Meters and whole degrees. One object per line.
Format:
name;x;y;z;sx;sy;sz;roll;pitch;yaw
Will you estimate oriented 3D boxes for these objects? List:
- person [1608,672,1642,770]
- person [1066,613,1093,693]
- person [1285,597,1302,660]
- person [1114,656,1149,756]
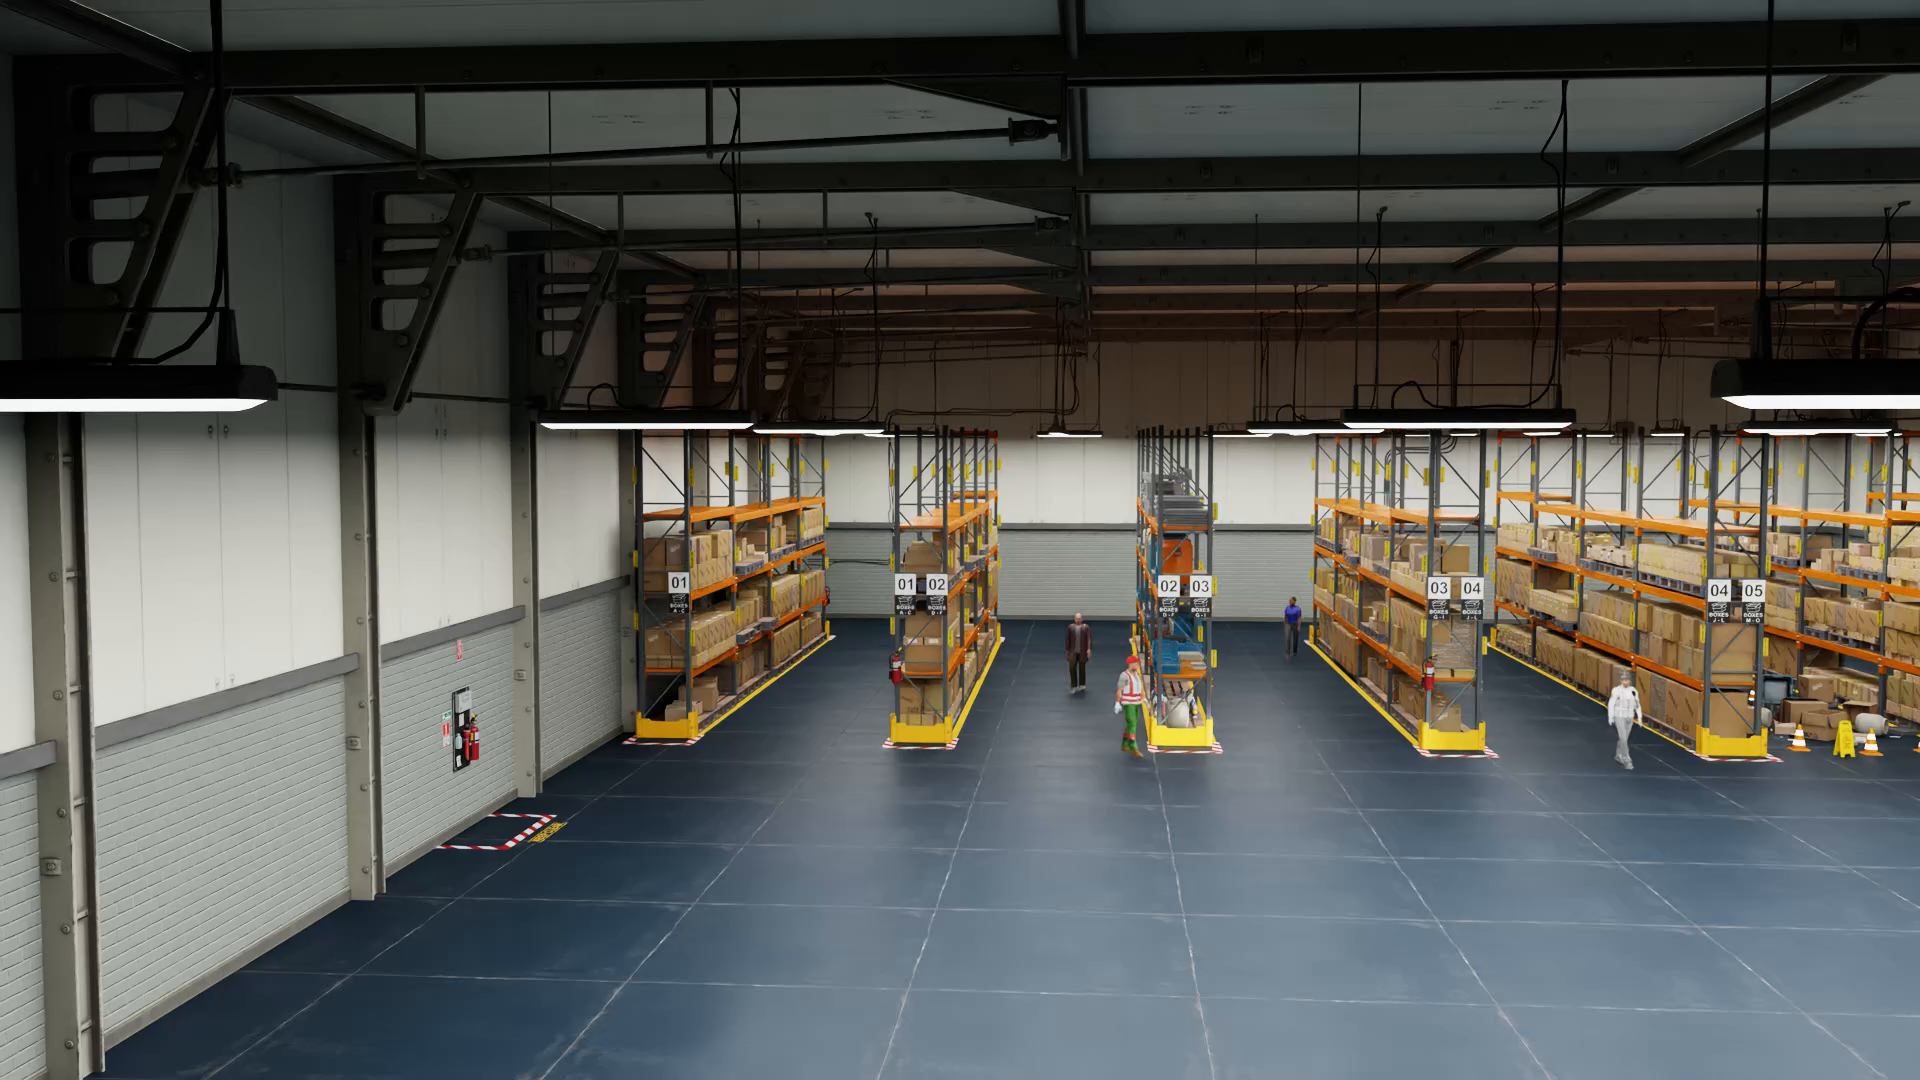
person;11.675;3.158;29.178;0.514;1.716;0.705;-1;3;-8
person;2.704;2.638;37.857;0.633;1.727;0.609;1;3;11
person;8.706;2.286;43.478;0.446;1.615;0.979;1;4;13
person;3.177;3.007;30.252;0.750;1.764;0.678;3;5;41
